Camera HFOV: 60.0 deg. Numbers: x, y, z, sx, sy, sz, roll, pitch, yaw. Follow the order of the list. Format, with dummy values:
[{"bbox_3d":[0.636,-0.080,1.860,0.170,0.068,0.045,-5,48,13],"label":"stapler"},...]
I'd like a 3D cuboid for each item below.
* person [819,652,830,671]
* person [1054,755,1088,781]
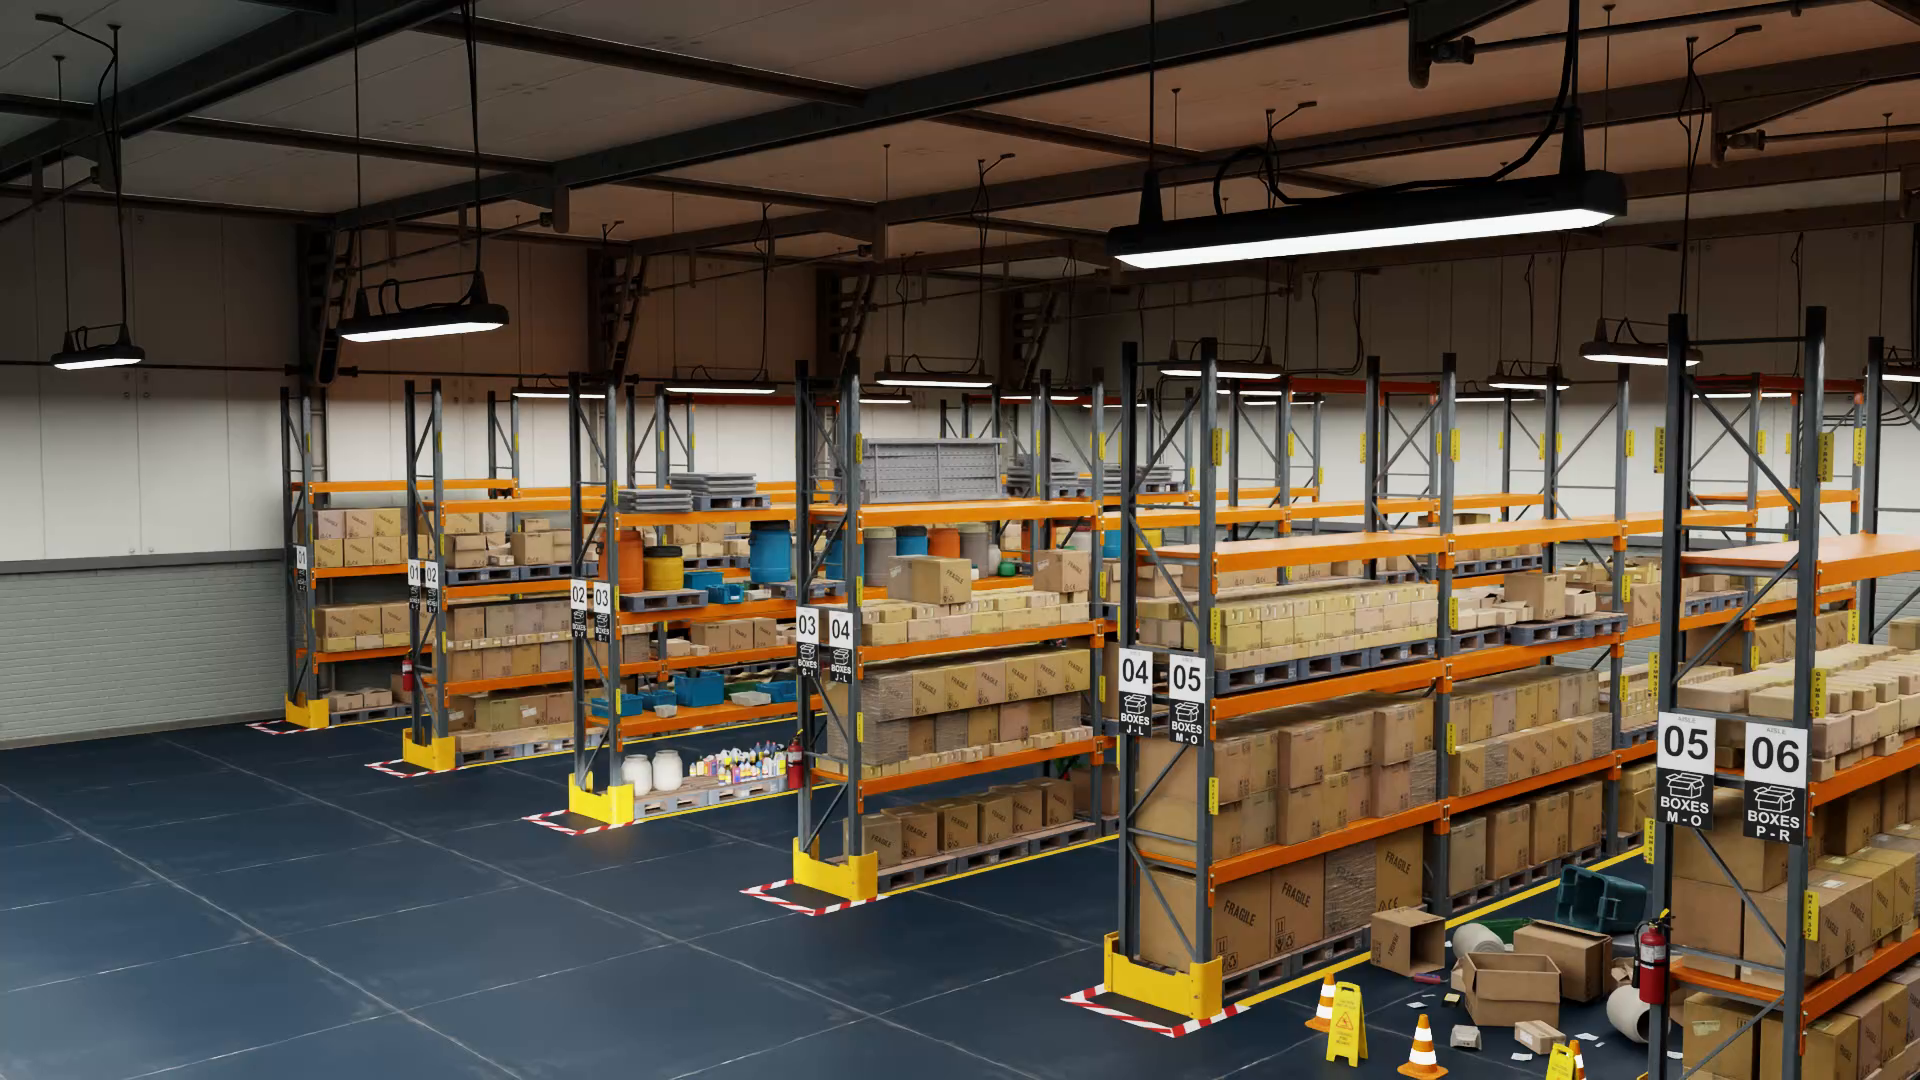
[{"bbox_3d":[-2.834,2.177,34.806,0.394,1.503,1.052,2,4,31],"label":"person"},{"bbox_3d":[1.611,2.779,23.668,0.711,1.757,0.604,-2,4,-26],"label":"person"}]
